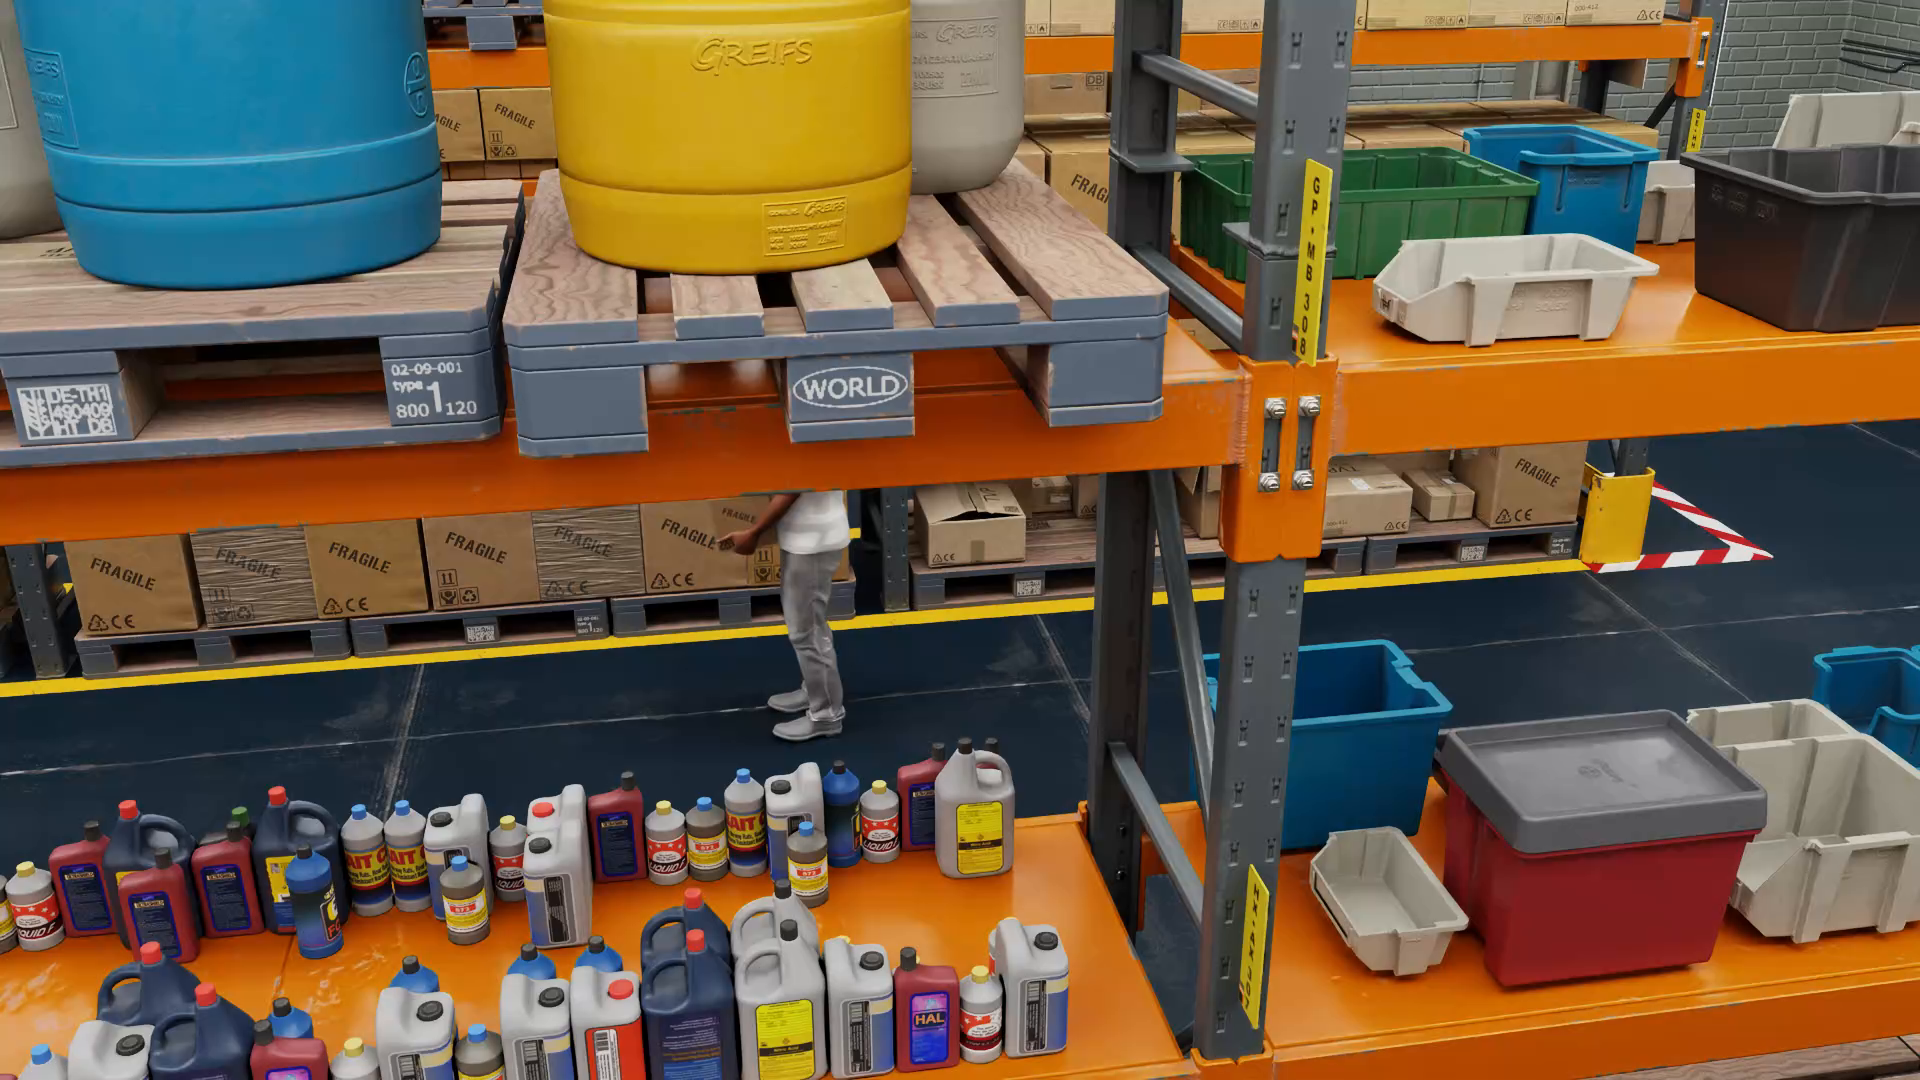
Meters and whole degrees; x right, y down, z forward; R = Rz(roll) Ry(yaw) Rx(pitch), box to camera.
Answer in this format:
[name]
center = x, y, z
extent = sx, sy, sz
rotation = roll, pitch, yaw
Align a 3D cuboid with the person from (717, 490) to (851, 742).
[person]
center = -0.734, 0.009, 7.054
extent = 0.587, 1.760, 0.503
rotation = -3, 23, -8
